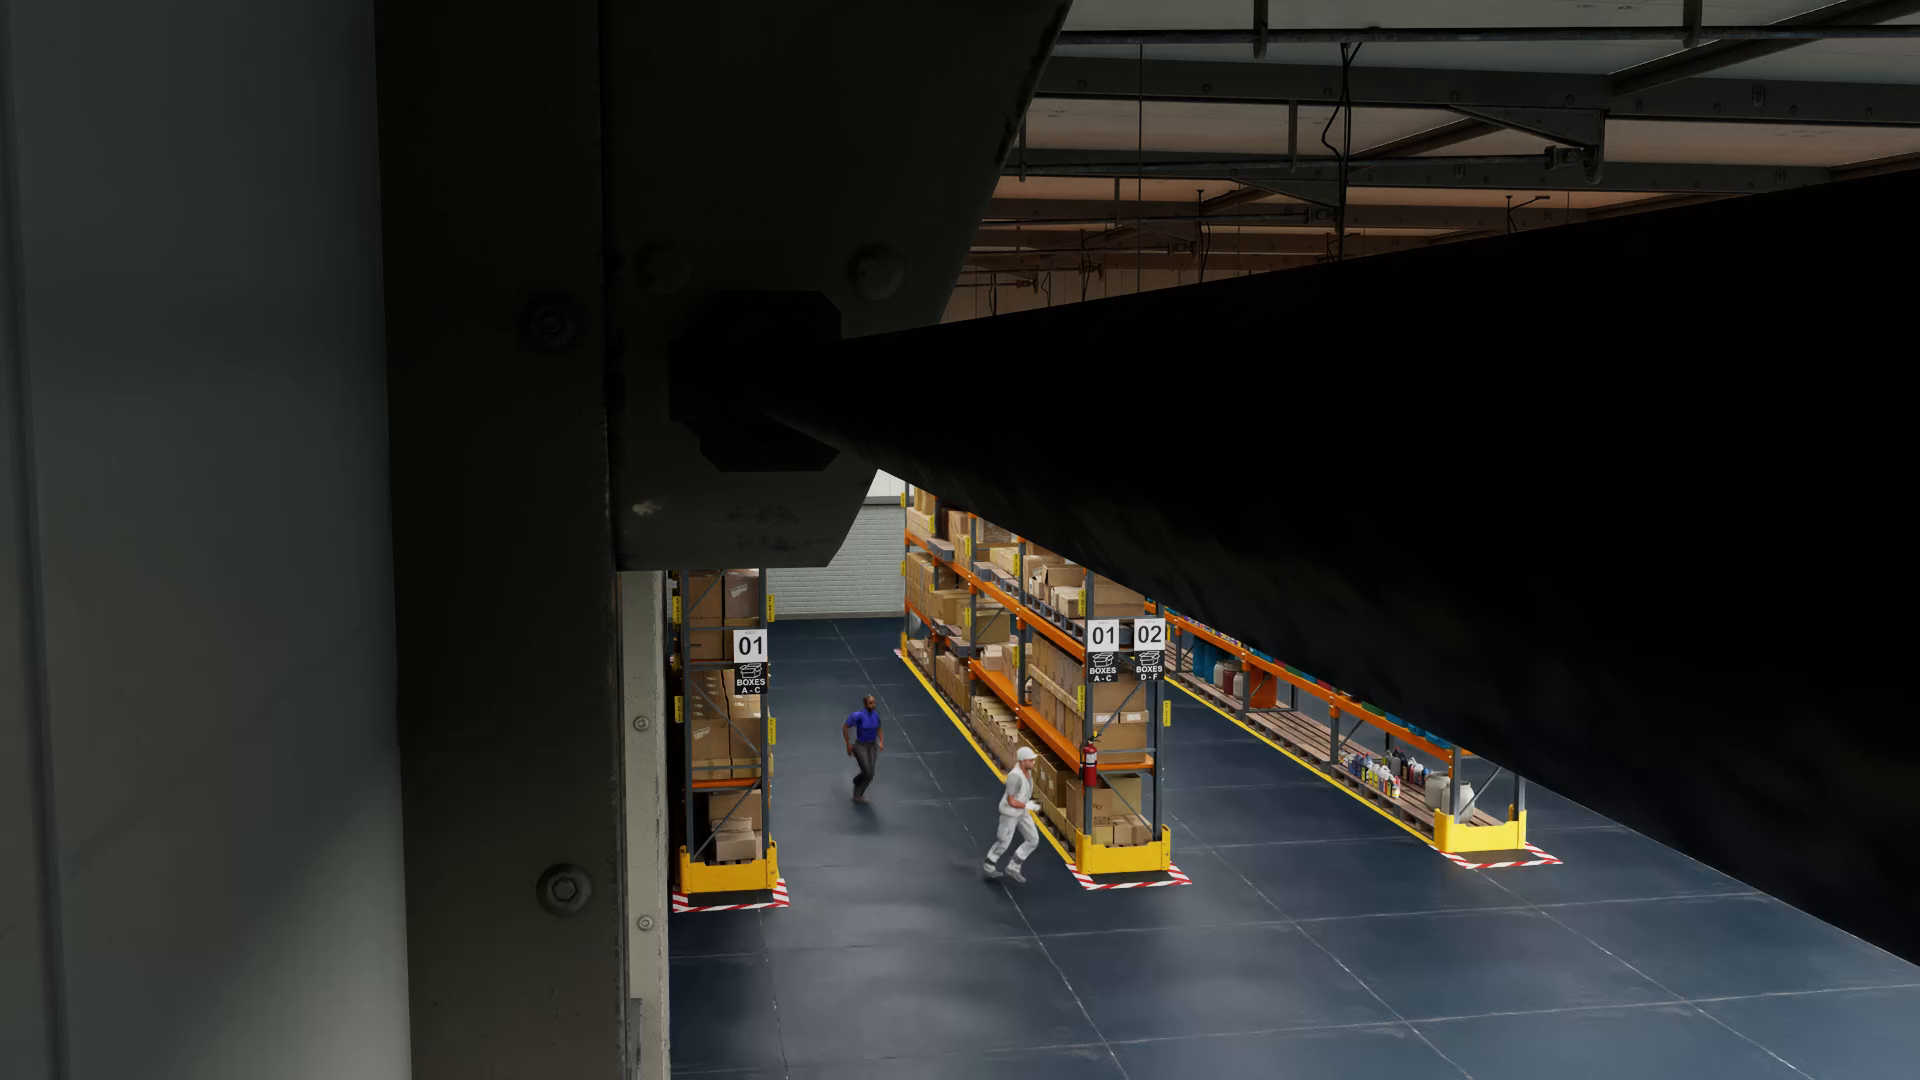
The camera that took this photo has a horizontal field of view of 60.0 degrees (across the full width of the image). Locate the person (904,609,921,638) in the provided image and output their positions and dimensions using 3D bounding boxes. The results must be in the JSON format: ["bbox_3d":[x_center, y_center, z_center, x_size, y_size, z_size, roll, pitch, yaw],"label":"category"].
[{"bbox_3d":[-1.066,1.562,37.743,0.545,1.773,0.643,2,6,15],"label":"person"}]

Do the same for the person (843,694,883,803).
[{"bbox_3d":[-1.393,3.039,24.144,0.646,1.616,0.516,-5,7,-37],"label":"person"}]

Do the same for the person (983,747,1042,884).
[{"bbox_3d":[0.637,3.361,20.390,0.791,1.743,0.646,4,7,33],"label":"person"}]
